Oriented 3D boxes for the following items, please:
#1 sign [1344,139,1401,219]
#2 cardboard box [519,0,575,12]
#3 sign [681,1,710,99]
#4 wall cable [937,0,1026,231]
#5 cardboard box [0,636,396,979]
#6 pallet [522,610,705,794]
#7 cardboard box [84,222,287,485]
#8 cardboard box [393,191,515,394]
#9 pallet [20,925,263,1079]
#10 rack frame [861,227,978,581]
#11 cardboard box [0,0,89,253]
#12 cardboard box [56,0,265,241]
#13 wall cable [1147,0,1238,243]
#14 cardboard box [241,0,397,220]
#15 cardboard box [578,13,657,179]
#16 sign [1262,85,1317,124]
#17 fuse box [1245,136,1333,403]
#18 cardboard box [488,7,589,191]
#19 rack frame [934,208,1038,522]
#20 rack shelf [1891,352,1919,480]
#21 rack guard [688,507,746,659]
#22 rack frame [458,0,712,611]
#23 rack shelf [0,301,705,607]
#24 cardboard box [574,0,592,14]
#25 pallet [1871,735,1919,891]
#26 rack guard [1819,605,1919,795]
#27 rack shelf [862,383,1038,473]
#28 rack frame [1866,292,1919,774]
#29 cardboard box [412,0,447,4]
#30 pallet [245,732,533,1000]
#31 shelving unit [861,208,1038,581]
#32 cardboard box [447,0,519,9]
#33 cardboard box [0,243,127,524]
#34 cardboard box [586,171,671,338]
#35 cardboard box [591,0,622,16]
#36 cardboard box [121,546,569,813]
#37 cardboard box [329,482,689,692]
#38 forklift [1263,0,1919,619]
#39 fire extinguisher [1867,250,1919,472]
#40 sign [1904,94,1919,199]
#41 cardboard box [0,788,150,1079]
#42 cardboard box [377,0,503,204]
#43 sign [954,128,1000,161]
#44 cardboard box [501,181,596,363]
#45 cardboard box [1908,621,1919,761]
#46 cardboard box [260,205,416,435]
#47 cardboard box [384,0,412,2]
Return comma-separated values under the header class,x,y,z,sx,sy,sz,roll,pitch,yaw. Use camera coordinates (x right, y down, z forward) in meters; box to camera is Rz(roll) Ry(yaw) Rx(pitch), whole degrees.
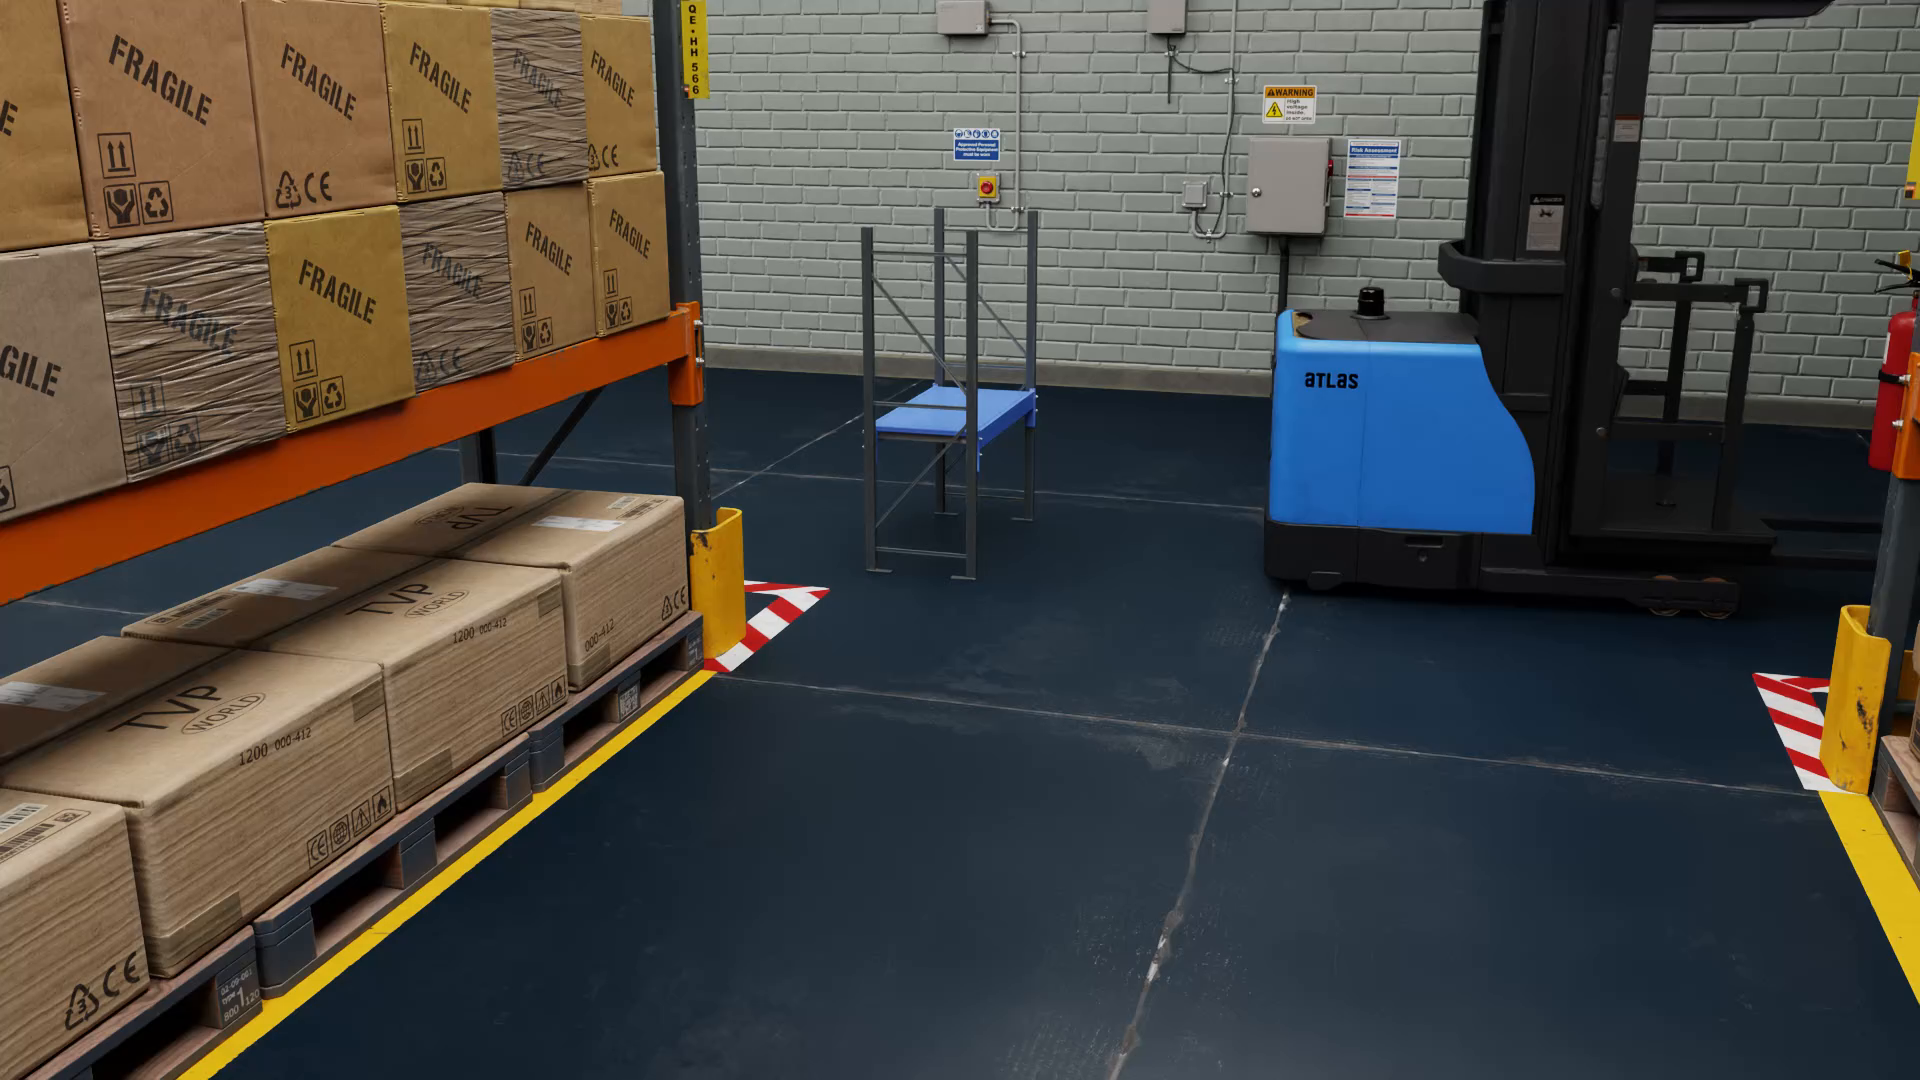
class,x,y,z,sx,sy,sz,roll,pitch,yaw
sign,2.648,-2.320,10.686,0.329,0.494,0.001,5,16,16
cardboard box,-1.389,-1.663,4.993,0.380,0.149,0.250,4,16,15
sign,-0.921,-1.699,5.767,0.100,0.325,0.005,5,16,16
wall cable,0.143,-3.055,11.183,0.585,1.953,0.123,5,16,16
cardboard box,-2.039,0.613,4.097,0.875,0.438,0.875,4,16,14
pallet,-1.589,0.483,5.741,1.003,0.211,1.213,5,16,16
cardboard box,-1.895,-0.439,3.697,0.500,0.500,0.500,5,17,16
cardboard box,-1.614,-0.710,4.652,0.500,0.500,0.500,5,17,17
pallet,-2.283,1.121,3.490,1.003,0.211,1.213,5,16,16
rack frame,-0.169,-0.566,7.077,0.500,1.500,0.032,5,16,16
cardboard box,-2.057,-0.794,3.116,0.500,0.500,0.500,4,16,15
cardboard box,-1.900,-0.927,3.586,0.500,0.500,0.500,5,17,17
wall cable,1.506,-2.933,10.811,0.588,1.984,0.122,5,16,16
cardboard box,-1.755,-1.059,4.050,0.500,0.500,0.500,5,16,15
cardboard box,-1.346,-1.459,5.459,0.500,0.500,0.500,5,17,18
sign,2.121,-2.806,10.711,0.339,0.242,0.001,5,16,16
fuse box,2.116,-1.730,10.793,0.539,1.711,0.414,5,16,16
cardboard box,-1.466,-1.320,4.969,0.500,0.500,0.500,5,16,16
rack frame,0.120,-0.832,8.015,0.500,1.500,0.032,5,16,16
rack shelf,2.755,0.179,3.019,1.077,0.370,4.000,5,16,16
rack guard,-1.430,0.122,6.482,1.175,0.500,0.348,5,16,16
rack frame,-1.437,-1.074,6.119,1.000,3.000,0.127,5,16,16
rack shelf,-2.005,-0.205,4.372,1.077,0.370,4.000,5,16,16
cardboard box,-1.396,-1.738,5.254,0.380,0.149,0.250,5,17,17
pallet,3.076,0.880,4.340,1.003,0.211,1.213,5,16,16
rack guard,3.301,0.532,5.036,1.175,0.500,0.348,5,16,16
rack shelf,-0.024,-0.526,7.595,0.538,0.185,1.000,5,16,16
rack frame,3.323,-0.690,4.765,1.000,3.000,0.127,5,16,16
cardboard box,-1.642,-1.538,4.550,0.380,0.149,0.250,4,16,15
pallet,-1.938,0.801,4.619,1.003,0.211,1.213,5,16,16
shelving unit,-0.024,-0.699,7.546,0.538,1.500,1.048,5,16,16
cardboard box,-1.500,-1.601,4.772,0.380,0.149,0.250,5,17,17
cardboard box,-2.042,-0.309,3.240,0.500,0.500,0.500,5,17,16
cardboard box,-1.320,-0.975,5.588,0.500,0.500,0.500,5,17,16
cardboard box,-1.347,-1.806,5.495,0.380,0.149,0.250,5,17,17
cardboard box,-1.781,0.377,4.929,0.875,0.438,0.875,5,17,17
cardboard box,-1.529,0.137,5.775,0.875,0.438,0.875,4,16,14
forklift,2.861,-1.248,6.858,3.031,2.935,1.130,3,16,10
fire extinguisher,2.922,-0.548,5.089,0.296,0.674,0.183,5,16,16
sign,2.803,-1.149,4.795,0.100,0.325,0.005,5,16,16
cardboard box,-2.292,0.847,3.271,0.875,0.438,0.875,4,16,15
cardboard box,-1.610,-1.190,4.514,0.500,0.500,0.500,5,16,16
sign,0.114,-2.701,11.359,0.327,0.218,0.001,5,16,16
cardboard box,-1.477,-0.845,5.129,0.500,0.500,0.500,4,16,15
cardboard box,3.058,0.462,4.510,0.797,0.503,0.637,4,16,14
cardboard box,-1.748,-0.574,4.172,0.500,0.500,0.500,5,17,18
cardboard box,-1.657,-1.468,4.303,0.380,0.149,0.250,5,17,17
